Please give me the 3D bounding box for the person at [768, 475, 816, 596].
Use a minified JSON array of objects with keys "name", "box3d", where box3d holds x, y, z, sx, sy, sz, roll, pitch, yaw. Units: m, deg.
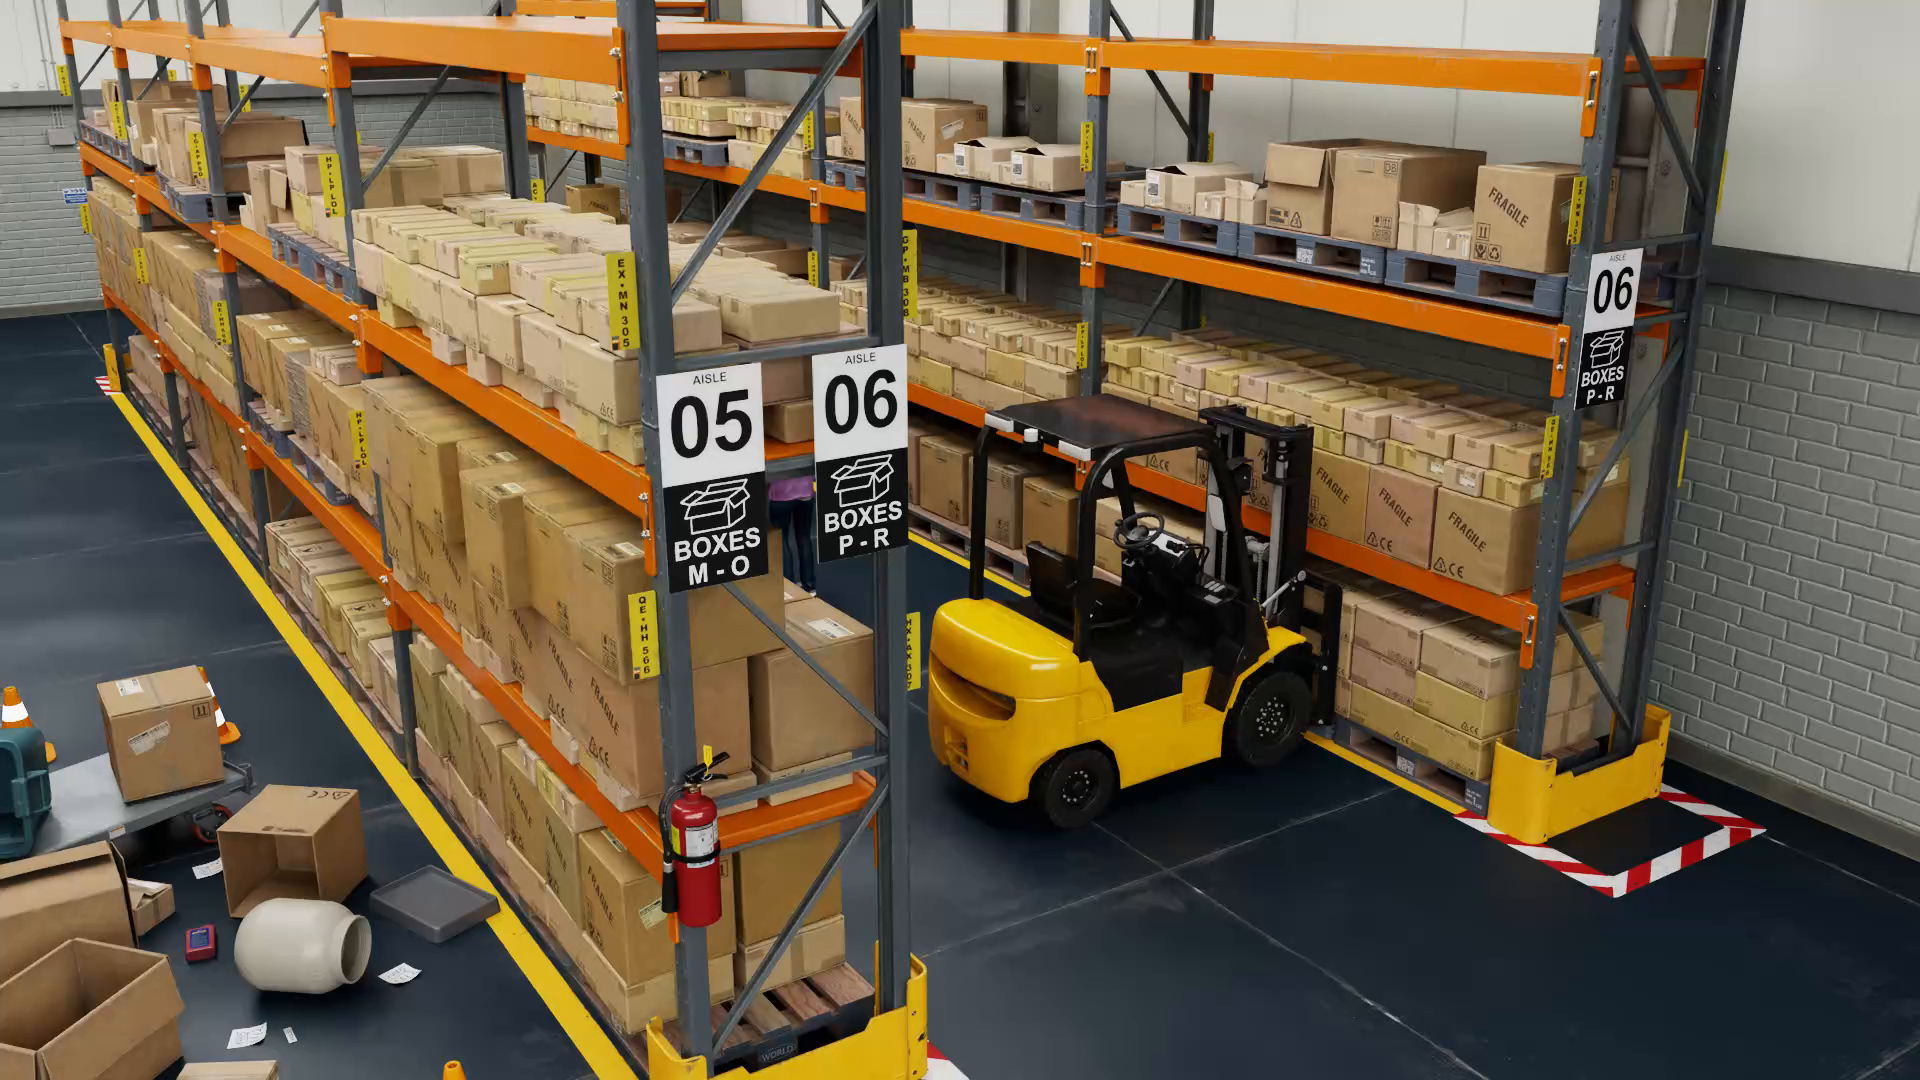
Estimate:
[{"name":"person","box3d":[-1.319,-0.335,12.589,0.396,1.598,0.492,-12,22,-31]}]
